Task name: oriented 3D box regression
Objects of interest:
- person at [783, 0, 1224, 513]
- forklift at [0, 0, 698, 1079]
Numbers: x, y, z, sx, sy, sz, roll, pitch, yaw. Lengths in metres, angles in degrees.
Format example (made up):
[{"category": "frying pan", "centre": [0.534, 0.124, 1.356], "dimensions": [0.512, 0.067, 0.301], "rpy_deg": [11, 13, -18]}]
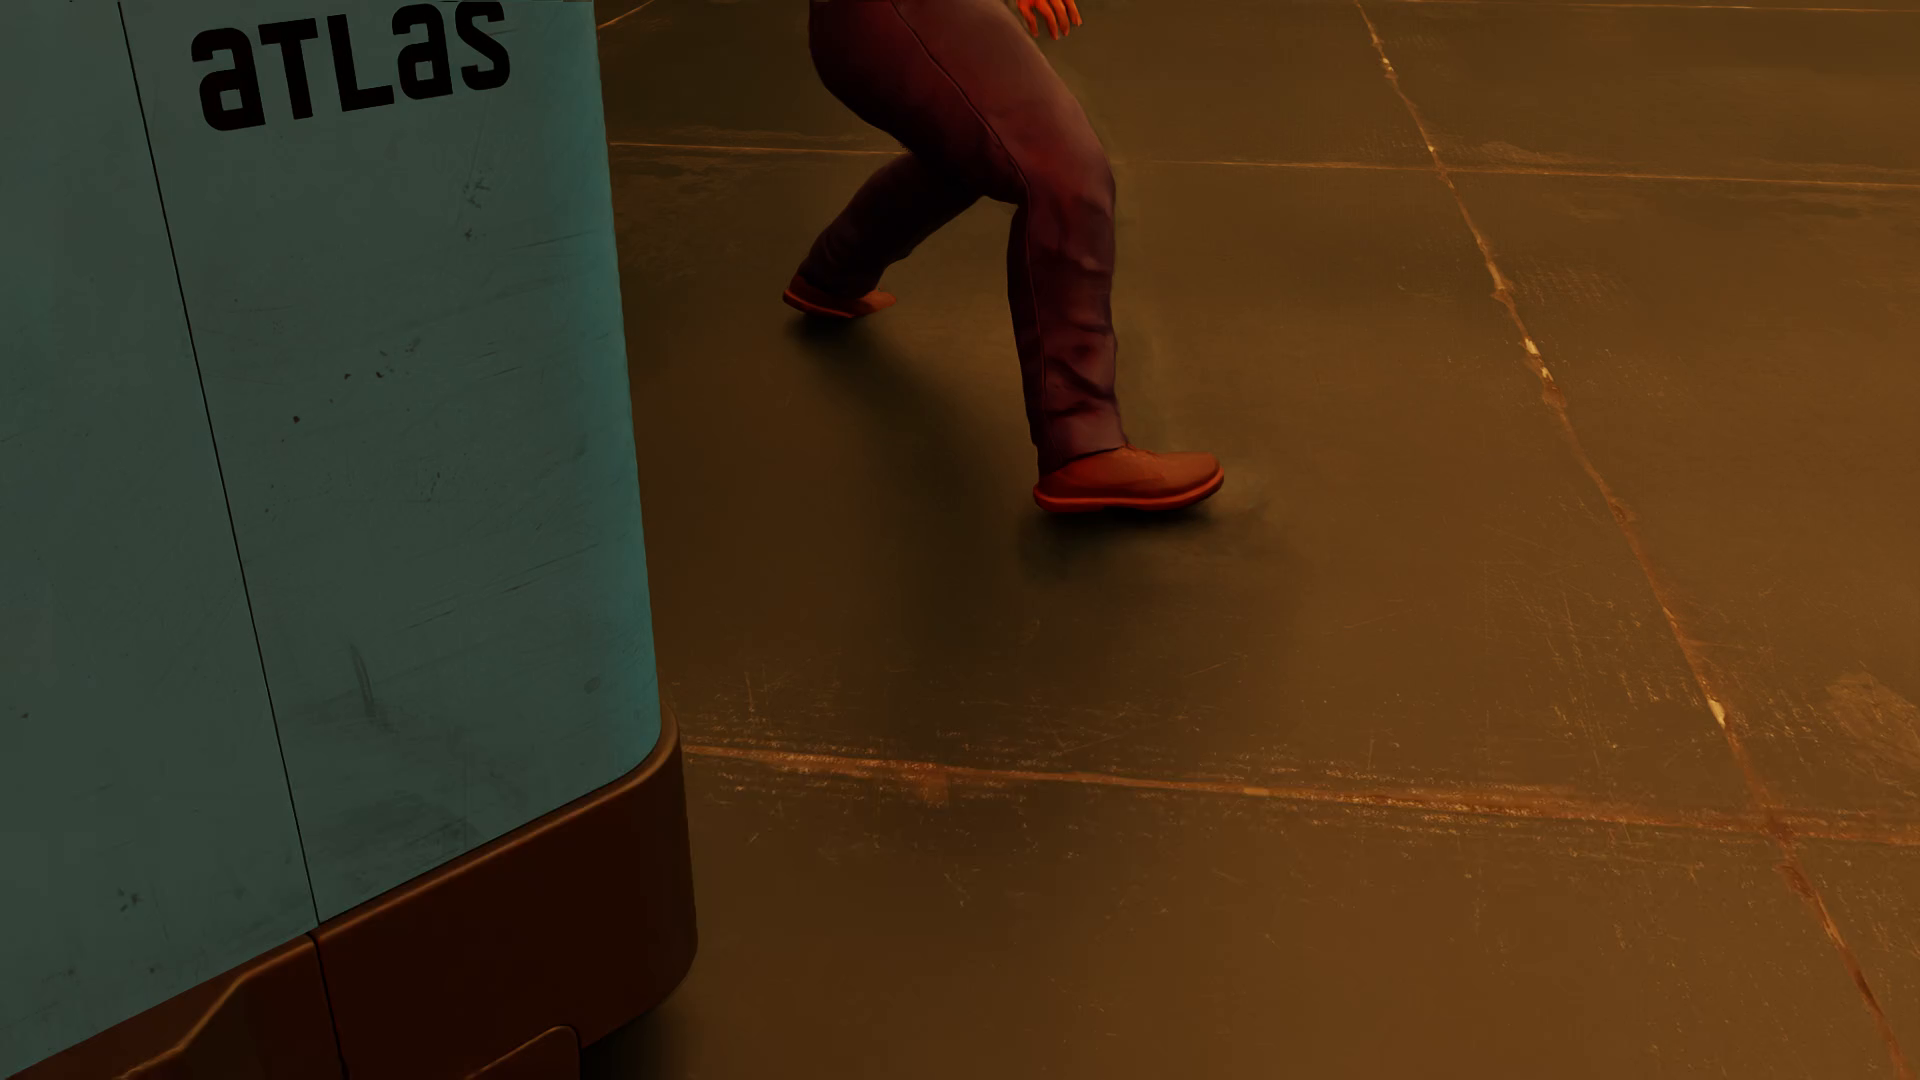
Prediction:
[{"category": "person", "centre": [0.035, -0.906, 2.716], "dimensions": [0.930, 1.506, 1.041], "rpy_deg": [5, 27, 11]}, {"category": "forklift", "centre": [-1.643, -0.546, 0.310], "dimensions": [1.130, 2.935, 3.031], "rpy_deg": [24, 35, 39]}]
